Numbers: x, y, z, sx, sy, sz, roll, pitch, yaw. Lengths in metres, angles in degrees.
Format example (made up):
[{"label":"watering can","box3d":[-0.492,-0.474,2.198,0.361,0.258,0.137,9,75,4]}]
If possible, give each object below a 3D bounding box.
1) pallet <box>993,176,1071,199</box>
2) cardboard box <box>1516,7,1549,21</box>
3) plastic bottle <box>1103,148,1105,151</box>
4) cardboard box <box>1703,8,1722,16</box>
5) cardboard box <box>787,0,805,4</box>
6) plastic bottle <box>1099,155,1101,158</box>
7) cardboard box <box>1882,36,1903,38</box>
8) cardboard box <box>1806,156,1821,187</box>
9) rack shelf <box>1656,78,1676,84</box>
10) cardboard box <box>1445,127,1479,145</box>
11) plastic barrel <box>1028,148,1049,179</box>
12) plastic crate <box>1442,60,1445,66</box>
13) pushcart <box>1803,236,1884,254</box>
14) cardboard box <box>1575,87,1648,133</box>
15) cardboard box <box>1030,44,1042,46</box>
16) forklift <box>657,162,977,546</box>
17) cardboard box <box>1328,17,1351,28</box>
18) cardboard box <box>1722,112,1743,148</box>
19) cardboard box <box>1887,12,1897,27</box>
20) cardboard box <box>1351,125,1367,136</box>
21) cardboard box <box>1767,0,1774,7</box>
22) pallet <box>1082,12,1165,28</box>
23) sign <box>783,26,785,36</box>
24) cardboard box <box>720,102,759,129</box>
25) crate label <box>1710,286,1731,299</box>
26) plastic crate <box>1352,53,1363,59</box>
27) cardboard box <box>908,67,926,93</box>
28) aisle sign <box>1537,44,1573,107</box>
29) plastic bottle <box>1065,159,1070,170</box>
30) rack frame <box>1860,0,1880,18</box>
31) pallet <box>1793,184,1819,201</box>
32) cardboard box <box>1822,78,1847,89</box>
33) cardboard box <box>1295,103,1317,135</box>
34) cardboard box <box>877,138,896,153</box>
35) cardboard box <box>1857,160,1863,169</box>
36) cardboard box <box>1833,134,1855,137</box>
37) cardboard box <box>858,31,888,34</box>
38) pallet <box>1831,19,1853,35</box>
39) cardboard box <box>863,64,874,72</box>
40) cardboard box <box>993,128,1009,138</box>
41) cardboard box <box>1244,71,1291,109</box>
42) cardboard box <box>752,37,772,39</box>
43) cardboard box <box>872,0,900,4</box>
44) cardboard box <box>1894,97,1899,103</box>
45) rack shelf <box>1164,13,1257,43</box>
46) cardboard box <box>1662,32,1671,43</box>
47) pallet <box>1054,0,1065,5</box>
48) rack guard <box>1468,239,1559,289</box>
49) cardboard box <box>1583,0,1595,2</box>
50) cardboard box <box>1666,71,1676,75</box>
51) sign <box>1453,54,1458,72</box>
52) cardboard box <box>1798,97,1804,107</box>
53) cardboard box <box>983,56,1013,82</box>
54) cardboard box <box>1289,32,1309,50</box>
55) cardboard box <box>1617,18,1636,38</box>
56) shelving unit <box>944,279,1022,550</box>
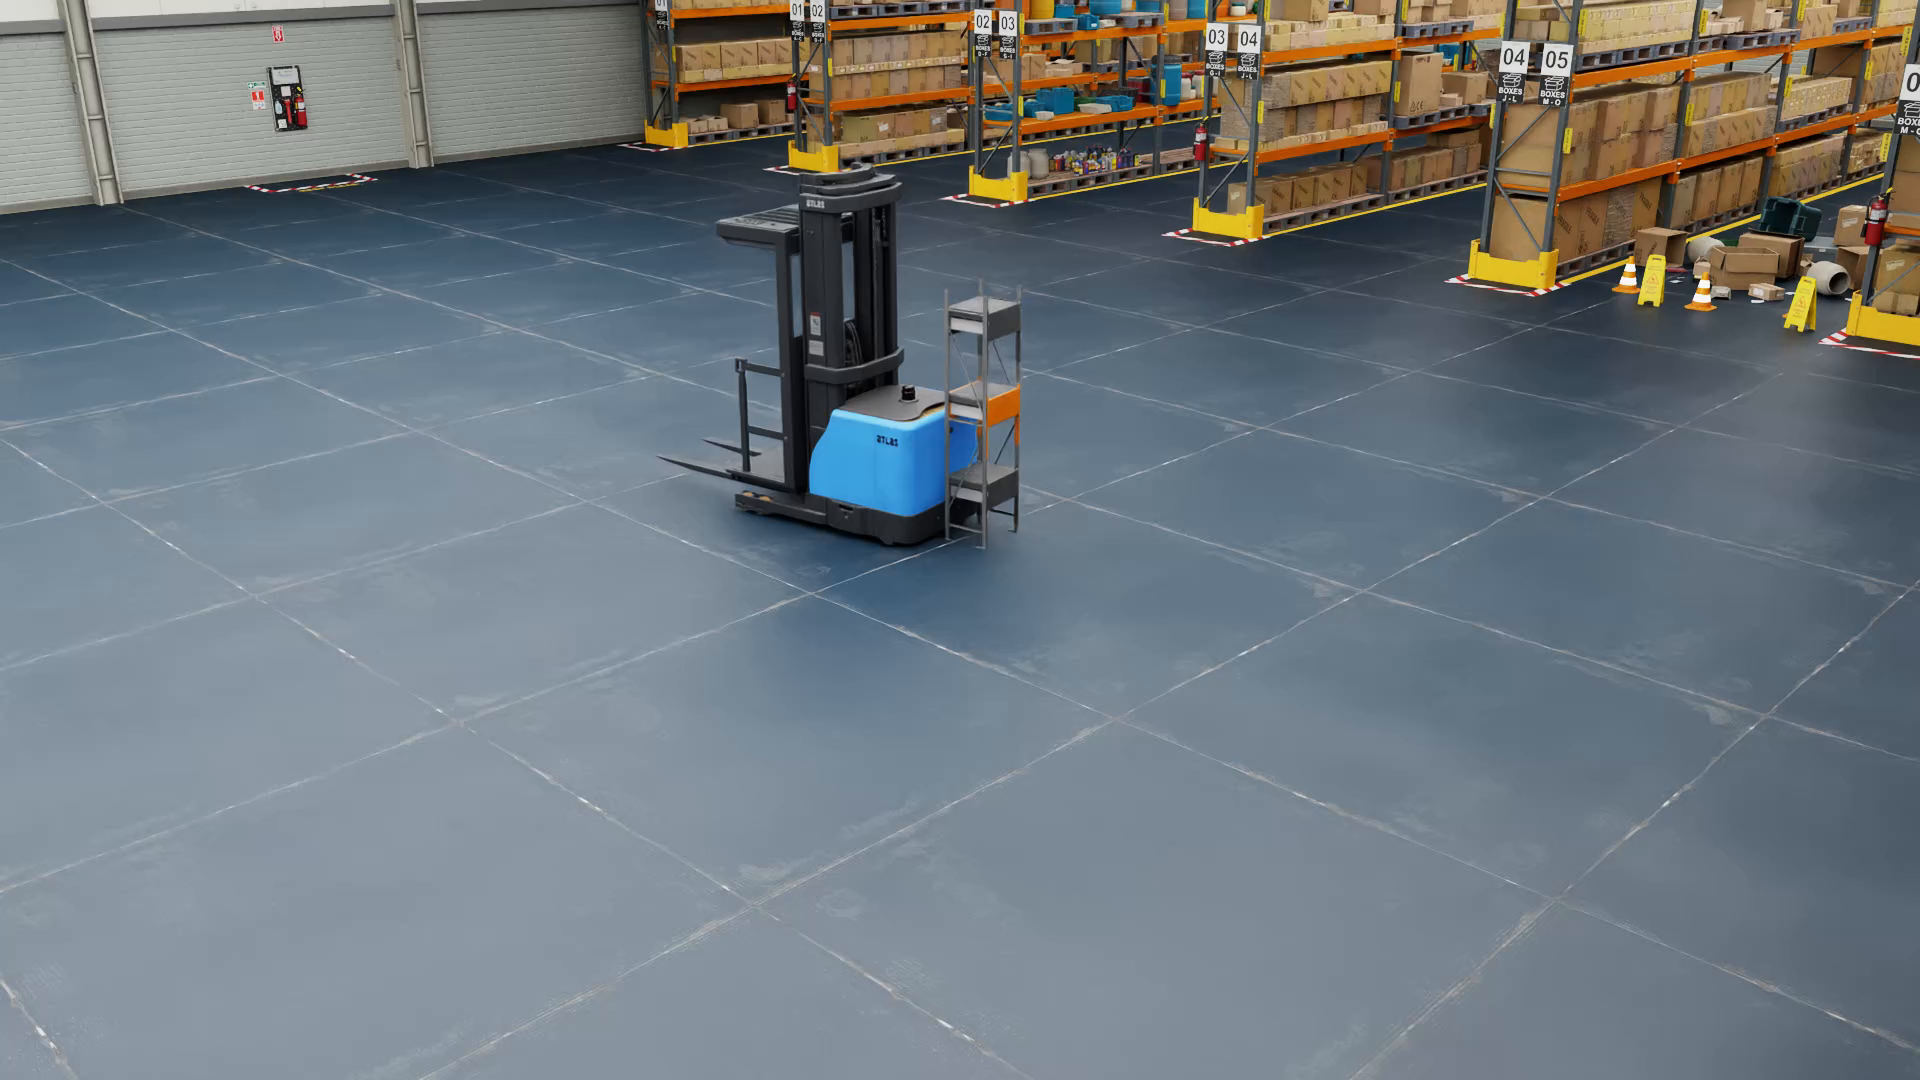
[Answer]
[{"label":"pallet","box3d":[1.252,-6.460,30.313,1.003,0.211,1.213,19,28,41]},{"label":"cardboard box","box3d":[7.686,-7.085,22.386,0.380,0.149,0.250,20,28,41]},{"label":"plastic bottle","box3d":[2.710,-7.422,32.115,0.135,0.276,0.152,-19,28,-40]},{"label":"cardboard box","box3d":[11.904,-8.281,26.385,0.500,0.311,0.500,19,28,40]},{"label":"cardboard box","box3d":[-3.823,-12.294,37.258,0.500,0.500,0.500,-19,28,-41]},{"label":"plastic bottle","box3d":[2.657,-7.104,31.275,0.061,0.283,0.133,19,28,41]},{"label":"cardboard box","box3d":[18.352,-9.731,32.992,0.500,0.500,0.500,19,28,40]},{"label":"cardboard box","box3d":[15.010,-6.613,29.726,0.500,0.500,0.500,18,28,40]},{"label":"rack shelf","box3d":[13.977,-9.546,35.459,1.077,0.370,4.000,19,28,41]},{"label":"cardboard box","box3d":[9.345,-7.548,31.084,0.500,0.250,0.500,-19,28,-40]},{"label":"plastic barrel","box3d":[1.416,-6.874,30.388,0.421,0.512,0.421,0,21,0]},{"label":"plastic crate","box3d":[11.172,-11.214,39.081,0.396,0.136,0.243,19,28,41]},{"label":"pushcart","box3d":[12.433,-4.164,24.110,1.648,0.377,0.936,9,23,23]},{"label":"cardboard box","box3d":[9.426,-6.257,24.184,0.875,0.550,0.550,19,28,41]},{"label":"cardboard box","box3d":[1.793,-13.100,43.120,0.500,0.500,0.500,19,28,40]},{"label":"forklift","box3d":[-1.340,-1.717,14.183,3.031,2.935,1.130,14,25,32]},{"label":"cardboard box","box3d":[6.065,-8.331,26.769,0.250,0.149,0.380,-19,28,-40]},{"label":"cardboard box","box3d":[12.100,-6.546,26.513,0.500,0.500,0.500,-20,28,-41]},{"label":"cardboard box","box3d":[16.920,-9.614,30.662,0.500,0.250,0.500,19,28,40]},{"label":"cardboard box","box3d":[6.568,-6.862,27.823,0.380,0.149,0.250,19,28,41]},{"label":"cardboard box","box3d":[13.371,-9.045,27.766,0.396,0.266,0.258,19,28,41]},{"label":"pallet","box3d":[3.019,-9.653,30.816,1.213,0.211,1.003,19,28,41]},{"label":"sign","box3d":[-4.046,-11.709,38.469,0.100,0.325,0.005,19,28,41]},{"label":"cardboard box","box3d":[-4.944,-9.518,37.256,0.700,0.500,0.500,17,27,37]},{"label":"crate label","box3d":[10.158,-3.308,22.216,0.250,0.136,0.298,5,22,13]},{"label":"plastic crate","box3d":[9.114,-10.833,37.744,0.392,0.384,0.575,19,28,41]},{"label":"cardboard box","box3d":[-1.115,-9.457,34.086,0.500,0.500,0.700,-20,28,-41]},{"label":"aisle sign","box3d":[7.859,-6.135,21.960,0.394,0.787,0.004,19,28,41]},{"label":"plastic bottle","box3d":[2.023,-7.071,31.303,0.097,0.201,0.097,0,21,0]},{"label":"rack frame","box3d":[16.065,-10.900,29.618,1.000,3.000,0.127,19,28,41]},{"label":"pallet","box3d":[14.672,-6.283,29.853,1.003,0.211,1.213,19,28,41]},{"label":"cardboard box","box3d":[15.738,-8.235,29.982,0.380,0.149,0.250,18,28,39]},{"label":"cardboard box","box3d":[5.256,-6.879,26.964,0.875,0.500,0.500,19,28,41]},{"label":"cardboard box","box3d":[-1.656,-8.016,33.722,0.500,0.250,0.500,19,28,41]},{"label":"cardboard box","box3d":[16.871,-7.124,31.543,0.380,0.149,0.250,19,28,40]},{"label":"cardboard box","box3d":[17.342,-7.878,32.677,0.250,0.149,0.380,-20,28,-41]},{"label":"cardboard box","box3d":[-2.030,-11.861,39.728,0.700,0.500,0.500,19,28,41]},{"label":"pallet","box3d":[14.837,-9.013,29.151,1.213,0.211,1.003,19,28,41]},{"label":"cardboard box","box3d":[-1.922,-9.356,32.919,0.380,0.149,0.250,19,28,40]},{"label":"cardboard box","box3d":[0.722,-8.877,35.962,0.500,0.250,0.500,-19,28,-41]},{"label":"cardboard box","box3d":[4.789,-7.008,25.906,0.500,0.500,0.500,19,28,41]},{"label":"cardboard box","box3d":[-4.487,-11.119,37.685,0.500,0.500,0.500,19,28,40]},{"label":"cardboard box","box3d":[-1.530,-10.830,32.696,0.500,0.500,0.500,19,28,41]},{"label":"cardboard box","box3d":[18.100,-8.602,32.350,0.380,0.149,0.250,18,27,38]},{"label":"rack shelf","box3d":[4.847,-10.129,32.795,1.077,0.370,4.000,19,28,41]},{"label":"cardboard box","box3d":[9.926,-7.198,23.793,0.380,0.149,0.250,19,28,41]},{"label":"pallet","box3d":[1.509,-11.646,36.004,1.213,0.211,1.003,-19,28,-40]},{"label":"rack guard","box3d":[7.677,-3.842,23.102,1.175,0.500,0.348,19,28,41]},{"label":"cardboard box","box3d":[12.184,-10.859,32.966,0.500,0.500,0.700,-19,28,-41]},{"label":"cardboard box","box3d":[15.224,-10.273,36.144,0.500,0.250,0.500,19,28,40]},{"label":"sign","box3d":[9.391,-9.018,31.468,0.100,0.325,0.005,19,28,41]},{"label":"cardboard box","box3d":[14.303,-7.568,28.661,0.380,0.149,0.250,19,28,41]},{"label":"cardboard box","box3d":[0.821,-10.167,35.932,0.500,0.500,0.500,-18,27,-38]},{"label":"cardboard box","box3d":[5.087,-7.806,25.958,0.500,0.250,0.500,18,28,39]},{"label":"cardboard box","box3d":[8.919,-7.048,22.845,0.500,0.250,0.500,19,28,40]},{"label":"shelving unit","box3d":[0.183,-1.012,13.508,0.431,2.100,0.503,14,25,32]}]
